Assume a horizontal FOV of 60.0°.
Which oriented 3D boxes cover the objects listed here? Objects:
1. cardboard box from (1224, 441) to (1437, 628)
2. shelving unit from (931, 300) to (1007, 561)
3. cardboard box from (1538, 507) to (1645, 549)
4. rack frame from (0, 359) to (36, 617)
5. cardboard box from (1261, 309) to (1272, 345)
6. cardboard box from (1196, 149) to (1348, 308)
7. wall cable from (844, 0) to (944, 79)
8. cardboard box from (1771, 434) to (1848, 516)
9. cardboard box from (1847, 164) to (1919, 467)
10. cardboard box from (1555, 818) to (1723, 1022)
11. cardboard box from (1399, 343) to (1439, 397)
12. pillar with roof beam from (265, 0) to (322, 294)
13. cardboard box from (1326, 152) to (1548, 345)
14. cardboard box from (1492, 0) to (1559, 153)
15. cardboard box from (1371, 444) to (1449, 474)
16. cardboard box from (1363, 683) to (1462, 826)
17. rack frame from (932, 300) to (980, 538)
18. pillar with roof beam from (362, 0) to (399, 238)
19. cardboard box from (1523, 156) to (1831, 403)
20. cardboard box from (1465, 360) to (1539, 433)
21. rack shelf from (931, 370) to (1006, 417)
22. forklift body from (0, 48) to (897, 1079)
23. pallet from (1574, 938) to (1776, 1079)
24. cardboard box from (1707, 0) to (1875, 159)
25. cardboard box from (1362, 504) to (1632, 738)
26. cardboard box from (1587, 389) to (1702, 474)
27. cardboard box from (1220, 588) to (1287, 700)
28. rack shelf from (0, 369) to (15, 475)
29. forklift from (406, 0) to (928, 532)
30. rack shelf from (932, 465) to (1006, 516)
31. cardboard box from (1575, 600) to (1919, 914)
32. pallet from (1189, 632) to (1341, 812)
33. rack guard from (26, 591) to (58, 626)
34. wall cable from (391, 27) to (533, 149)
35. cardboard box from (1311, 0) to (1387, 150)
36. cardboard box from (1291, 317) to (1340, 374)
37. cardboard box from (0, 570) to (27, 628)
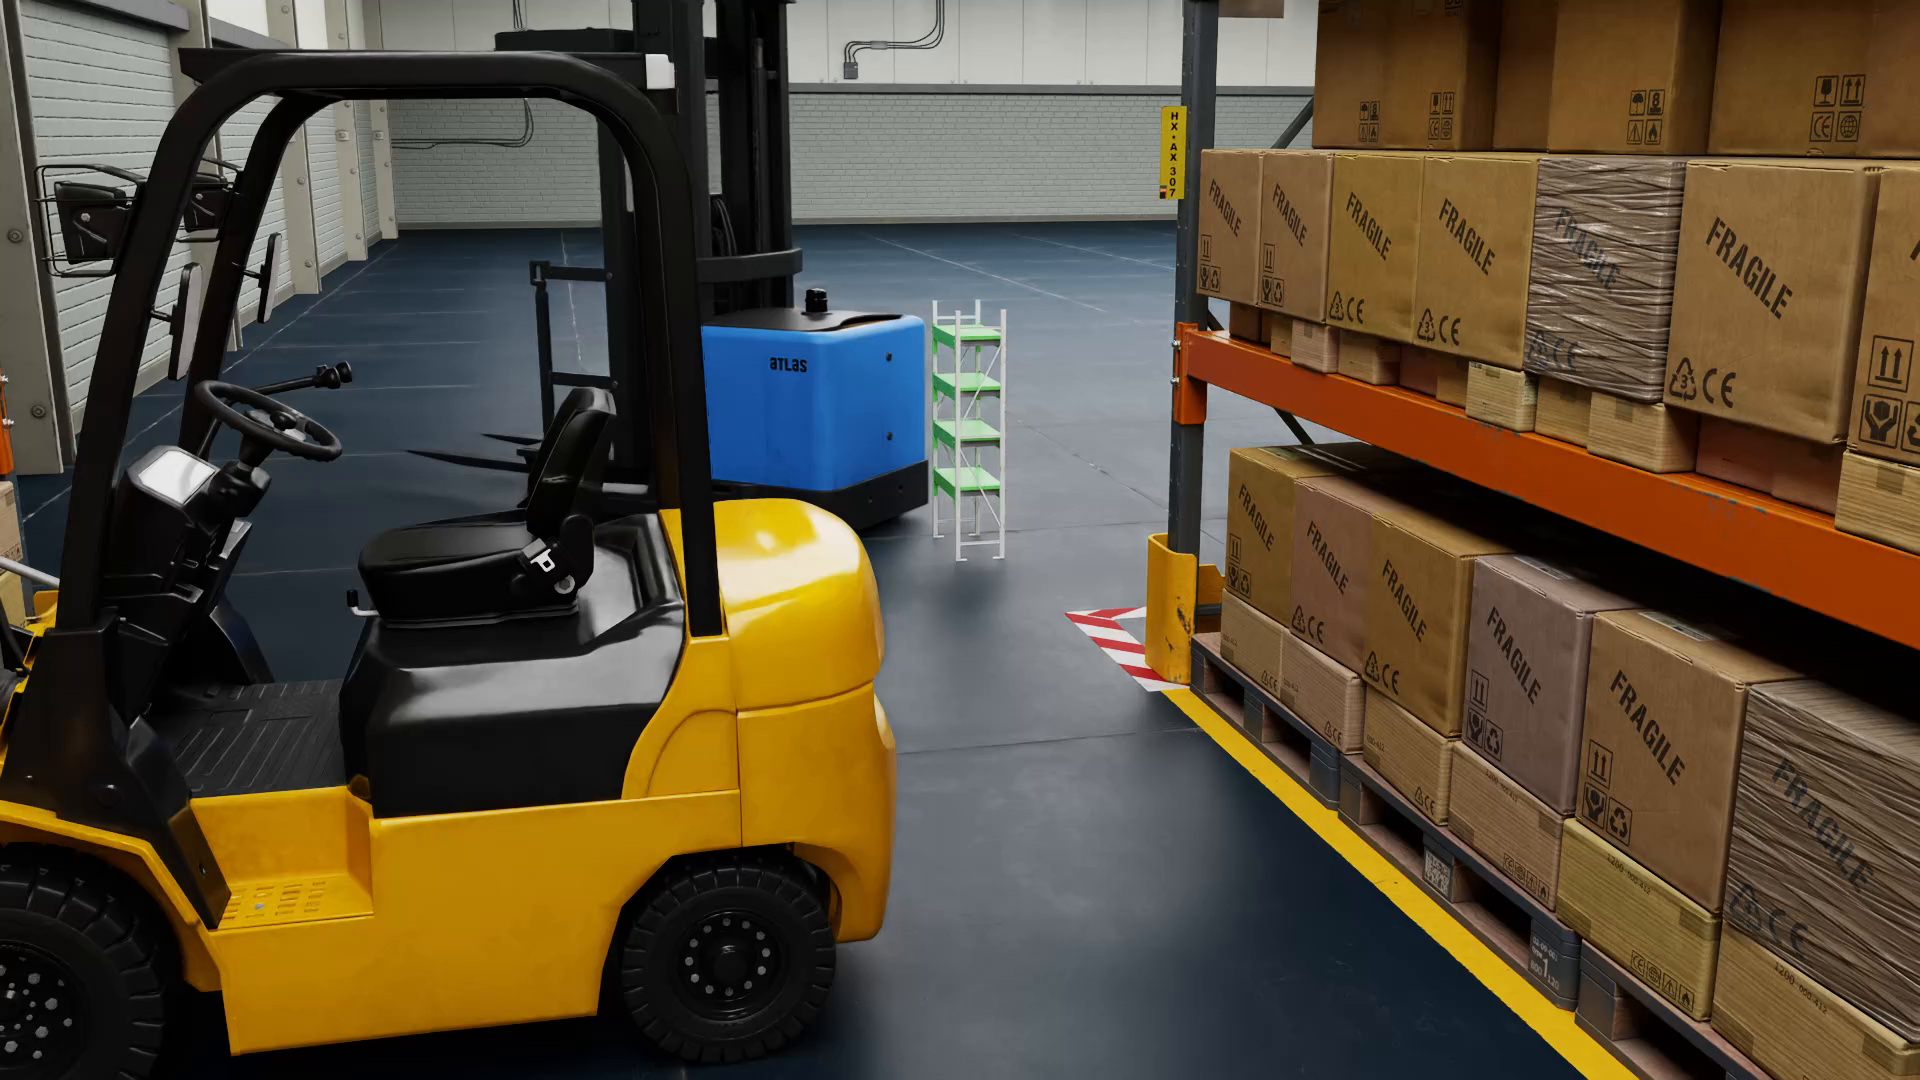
[{"bbox_3d":[1.224,-0.029,5.554,0.500,0.500,0.500,-4,14,-15],"label":"cardboard box"},{"bbox_3d":[0.039,-0.545,8.128,0.258,1.200,0.503,-3,14,-13],"label":"shelving unit"},{"bbox_3d":[1.977,0.171,4.734,0.500,0.500,0.500,-4,14,-15],"label":"cardboard box"},{"bbox_3d":[-3.527,-0.726,5.078,1.000,3.000,0.127,-3,14,-13],"label":"rack frame"},{"bbox_3d":[1.249,-0.734,5.640,0.380,0.149,0.250,-3,14,-12],"label":"cardboard box"},{"bbox_3d":[1.139,-1.072,5.656,0.500,0.500,0.500,-4,14,-14],"label":"cardboard box"},{"bbox_3d":[-1.460,-13.281,36.661,2.305,6.003,0.169,-3,14,-13],"label":"wall cable"},{"bbox_3d":[1.814,-0.137,3.199,0.380,0.149,0.250,-3,14,-13],"label":"cardboard box"},{"bbox_3d":[1.891,-0.362,2.752,0.500,0.500,0.500,-4,14,-15],"label":"cardboard box"},{"bbox_3d":[1.702,0.807,3.711,0.500,0.250,0.500,-4,14,-15],"label":"cardboard box"},{"bbox_3d":[1.461,-0.492,4.649,0.380,0.149,0.250,-3,14,-11],"label":"cardboard box"},{"bbox_3d":[-4.282,-7.822,21.481,9.100,9.000,0.400,-3,14,-13],"label":"pillar with roof beam"},{"bbox_3d":[1.385,-0.835,4.687,0.500,0.500,0.500,-4,14,-14],"label":"cardboard box"},{"bbox_3d":[1.961,-1.347,4.678,0.700,0.500,0.500,-3,14,-14],"label":"cardboard box"},{"bbox_3d":[1.739,-0.066,5.704,0.500,0.500,0.500,-3,14,-13],"label":"cardboard box"},{"bbox_3d":[1.471,0.573,4.669,0.500,0.250,0.500,-2,14,-9],"label":"cardboard box"},{"bbox_3d":[-0.018,-0.601,8.359,0.240,1.200,0.015,-3,14,-13],"label":"rack frame"},{"bbox_3d":[-7.100,-10.590,32.813,9.100,9.000,0.400,-3,14,-13],"label":"pillar with roof beam"},{"bbox_3d":[1.637,-0.600,3.726,0.500,0.500,0.500,-3,14,-12],"label":"cardboard box"},{"bbox_3d":[1.497,-0.368,4.142,0.380,0.149,0.250,-3,14,-13],"label":"cardboard box"},{"bbox_3d":[0.039,-0.716,8.087,0.258,0.148,0.480,-3,14,-13],"label":"rack shelf"},{"bbox_3d":[-1.308,0.022,3.804,2.313,2.155,1.214,-3,14,-13],"label":"forklift body"},{"bbox_3d":[2.045,1.121,3.394,1.003,0.211,1.213,-3,14,-13],"label":"pallet"},{"bbox_3d":[2.154,-1.109,3.703,0.700,0.500,0.500,-4,14,-14],"label":"cardboard box"},{"bbox_3d":[1.461,0.208,4.586,0.500,0.500,0.500,-3,14,-12],"label":"cardboard box"},{"bbox_3d":[1.623,-0.250,3.659,0.380,0.149,0.250,-3,14,-14],"label":"cardboard box"},{"bbox_3d":[1.218,0.330,5.665,0.500,0.250,0.500,-3,14,-14],"label":"cardboard box"},{"bbox_3d":[-3.057,0.085,3.275,1.077,0.370,4.000,-3,14,-13],"label":"rack shelf"},{"bbox_3d":[-1.714,-1.626,8.907,3.031,2.935,1.130,7,16,27],"label":"forklift"},{"bbox_3d":[0.039,-0.249,8.200,0.258,0.148,0.480,-3,14,-13],"label":"rack shelf"},{"bbox_3d":[1.716,0.448,3.601,0.500,0.500,0.500,-3,14,-12],"label":"cardboard box"},{"bbox_3d":[1.472,0.558,5.698,1.003,0.211,1.213,-3,14,-13],"label":"pallet"},{"bbox_3d":[-3.532,0.483,5.397,1.175,0.500,0.348,-3,14,-13],"label":"rack guard"},{"bbox_3d":[-10.691,-9.595,35.282,3.097,2.526,0.112,-3,14,-13],"label":"wall cable"},{"bbox_3d":[1.630,-1.576,5.615,0.700,0.500,0.500,-4,14,-15],"label":"cardboard box"},{"bbox_3d":[1.248,-0.607,5.121,0.380,0.149,0.250,-3,14,-12],"label":"cardboard box"},{"bbox_3d":[-3.108,0.258,4.907,0.500,0.250,0.500,-3,14,-14],"label":"cardboard box"}]
